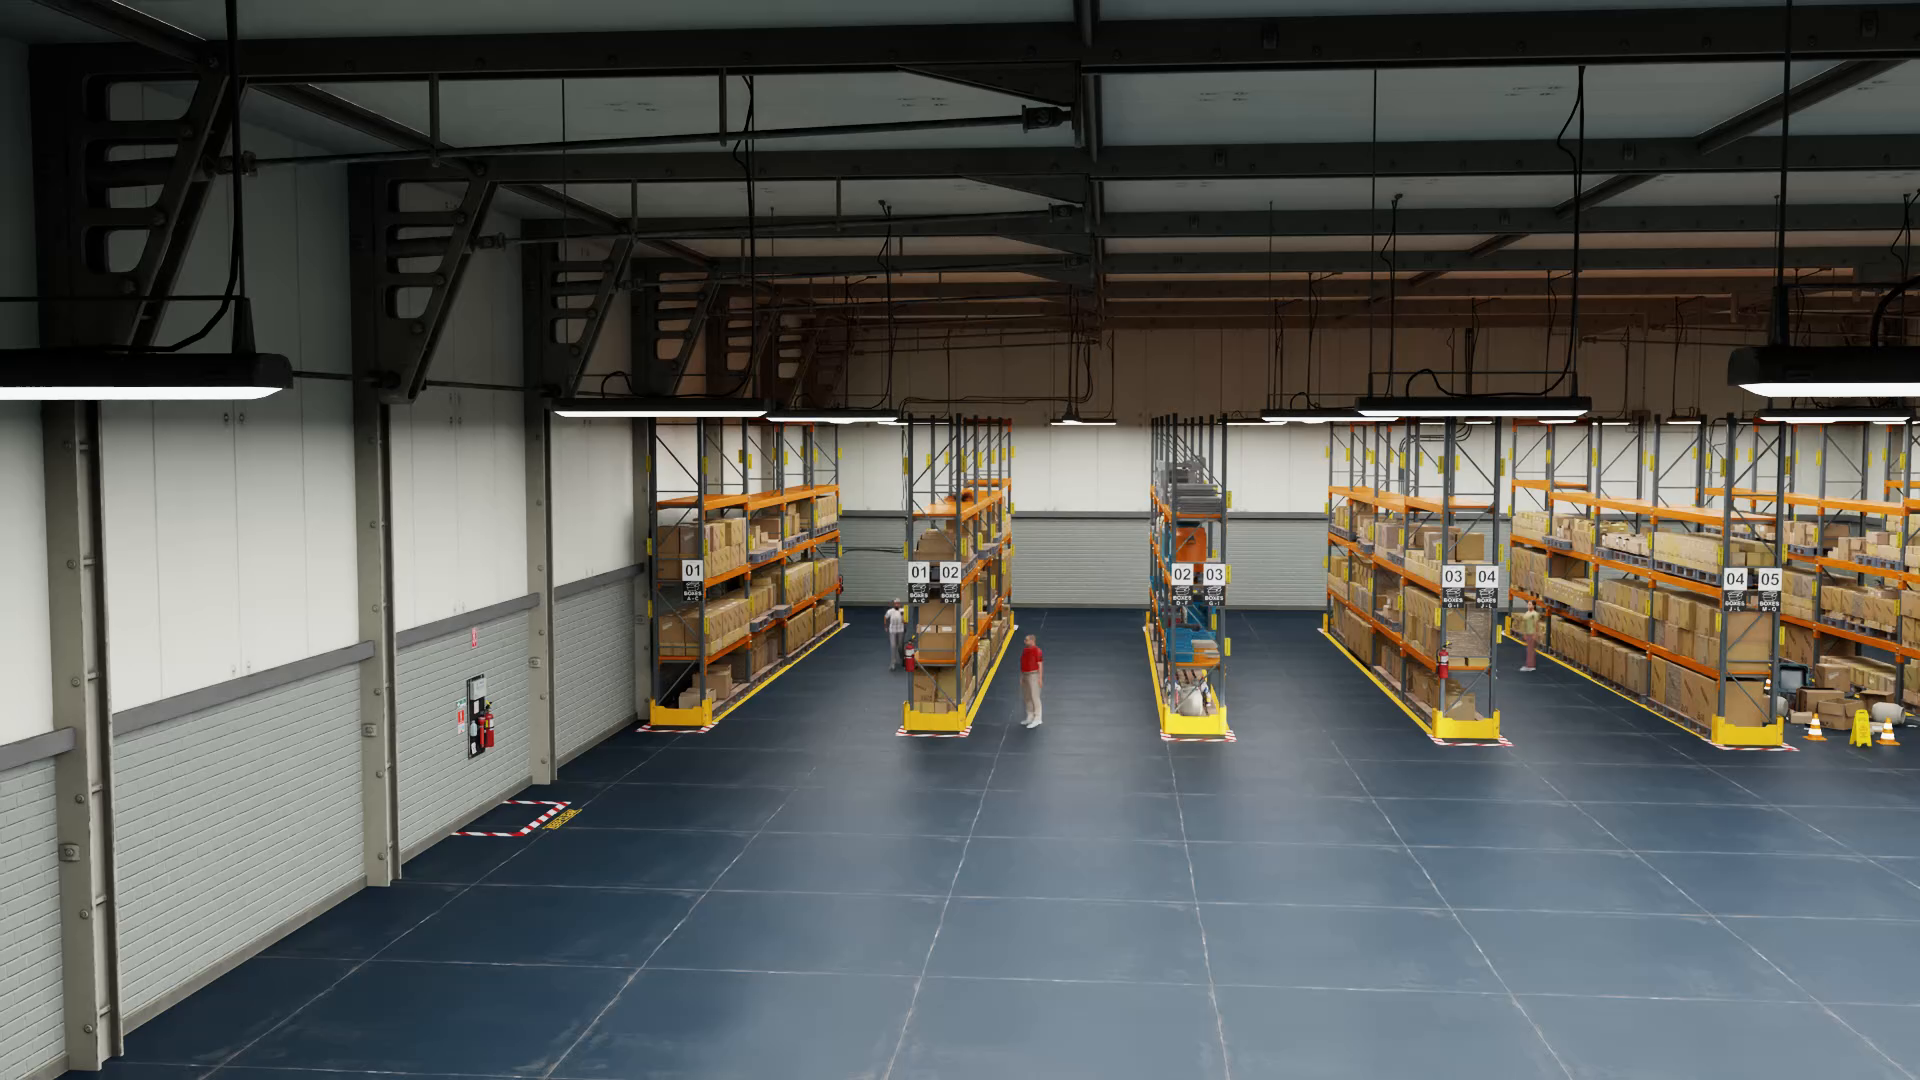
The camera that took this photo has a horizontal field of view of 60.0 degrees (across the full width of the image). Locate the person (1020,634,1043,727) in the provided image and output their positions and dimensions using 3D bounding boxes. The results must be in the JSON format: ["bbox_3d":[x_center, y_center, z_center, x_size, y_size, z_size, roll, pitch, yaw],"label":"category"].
[{"bbox_3d":[1.338,2.705,32.130,0.440,1.745,0.643,-3,5,-34],"label":"person"}]

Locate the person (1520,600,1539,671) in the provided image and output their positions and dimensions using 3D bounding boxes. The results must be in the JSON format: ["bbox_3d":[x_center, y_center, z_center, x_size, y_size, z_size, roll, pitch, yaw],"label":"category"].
[{"bbox_3d":[13.449,2.246,39.312,0.405,1.677,0.505,0,4,6],"label":"person"}]

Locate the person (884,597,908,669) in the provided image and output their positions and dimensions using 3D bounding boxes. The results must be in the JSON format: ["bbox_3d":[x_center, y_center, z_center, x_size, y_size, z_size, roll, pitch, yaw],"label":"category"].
[{"bbox_3d":[-1.528,2.191,39.615,0.632,1.654,1.028,0,4,6],"label":"person"}]
